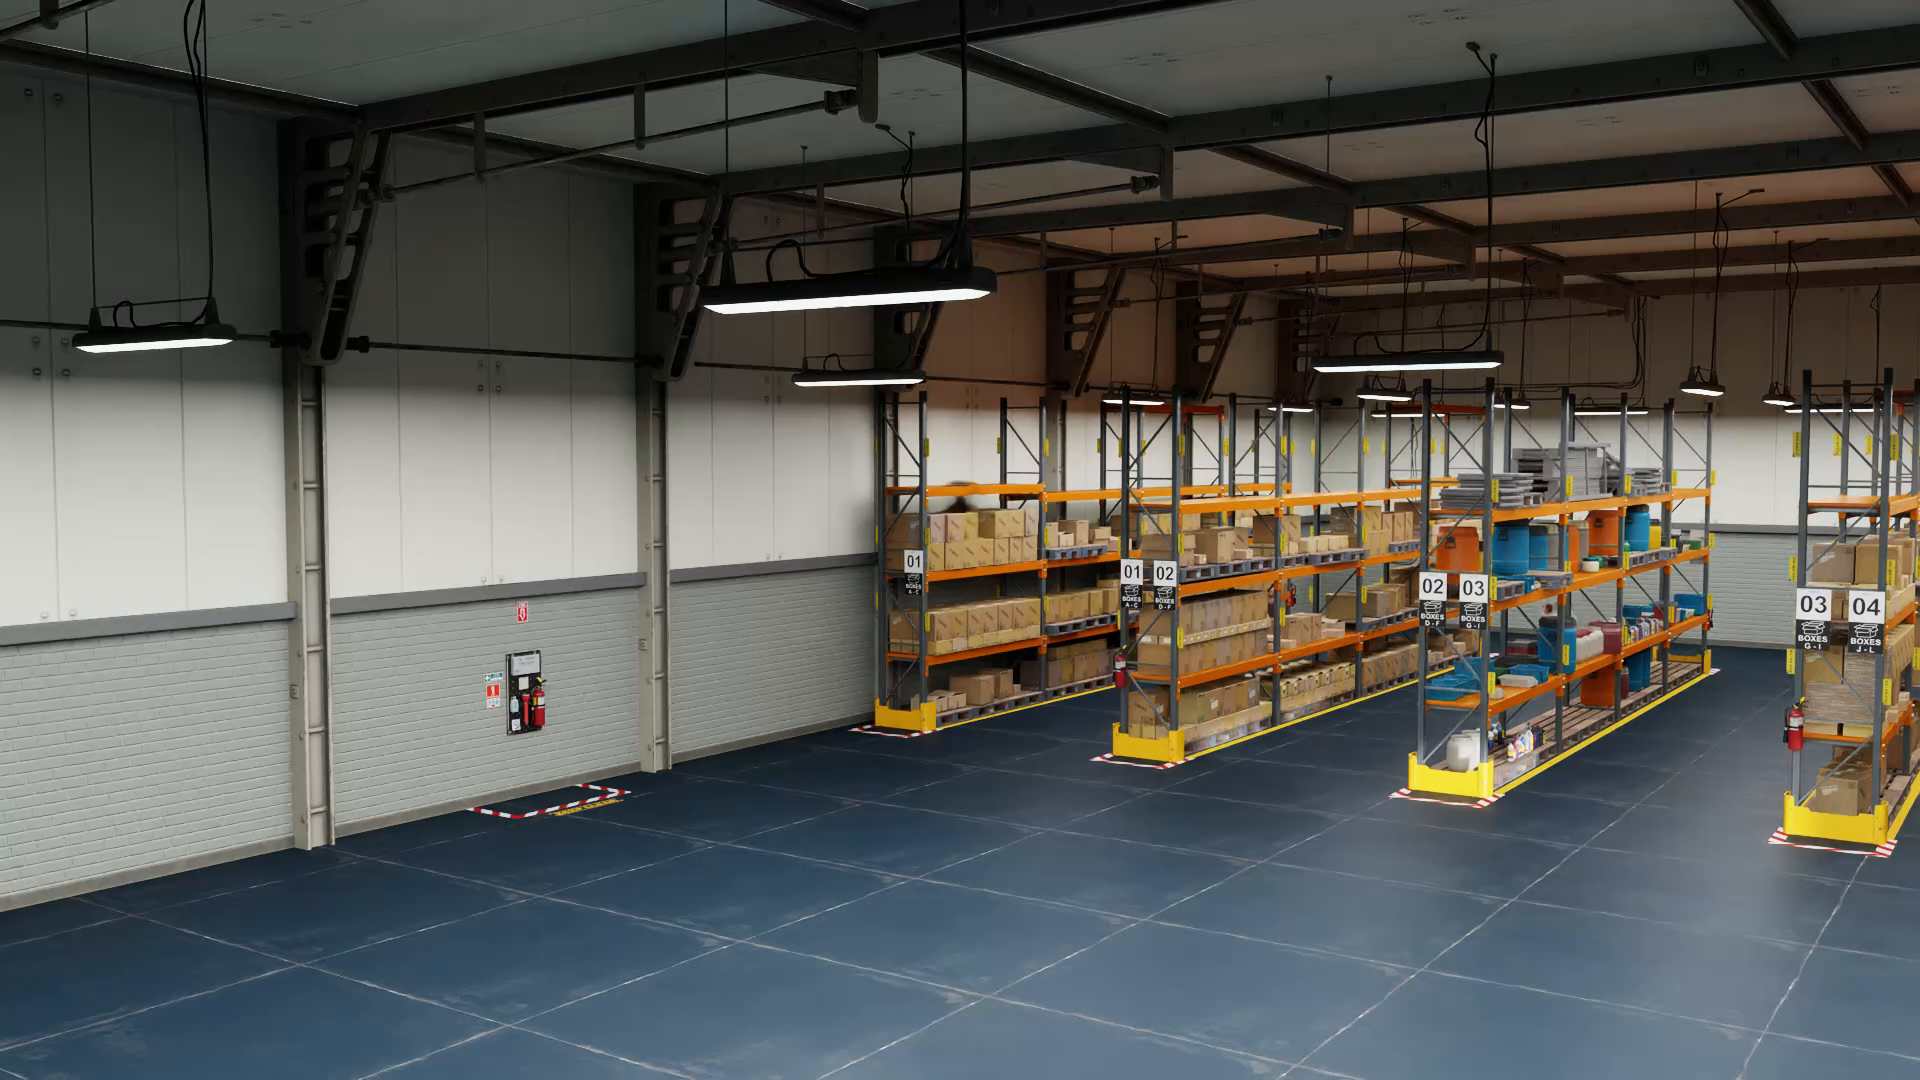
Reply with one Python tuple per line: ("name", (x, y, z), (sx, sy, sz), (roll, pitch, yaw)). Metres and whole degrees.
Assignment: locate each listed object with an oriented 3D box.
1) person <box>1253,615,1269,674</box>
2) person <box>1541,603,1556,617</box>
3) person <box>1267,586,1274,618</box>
("person", (6.316, 2.150, 35.254), (0.392, 1.767, 0.650), (2, 4, 37))
("person", (13.129, 2.181, 36.996), (0.531, 1.590, 0.648), (3, 4, 38))
("person", (7.291, 2.073, 38.657), (0.630, 1.597, 0.620), (-2, 4, -32))
